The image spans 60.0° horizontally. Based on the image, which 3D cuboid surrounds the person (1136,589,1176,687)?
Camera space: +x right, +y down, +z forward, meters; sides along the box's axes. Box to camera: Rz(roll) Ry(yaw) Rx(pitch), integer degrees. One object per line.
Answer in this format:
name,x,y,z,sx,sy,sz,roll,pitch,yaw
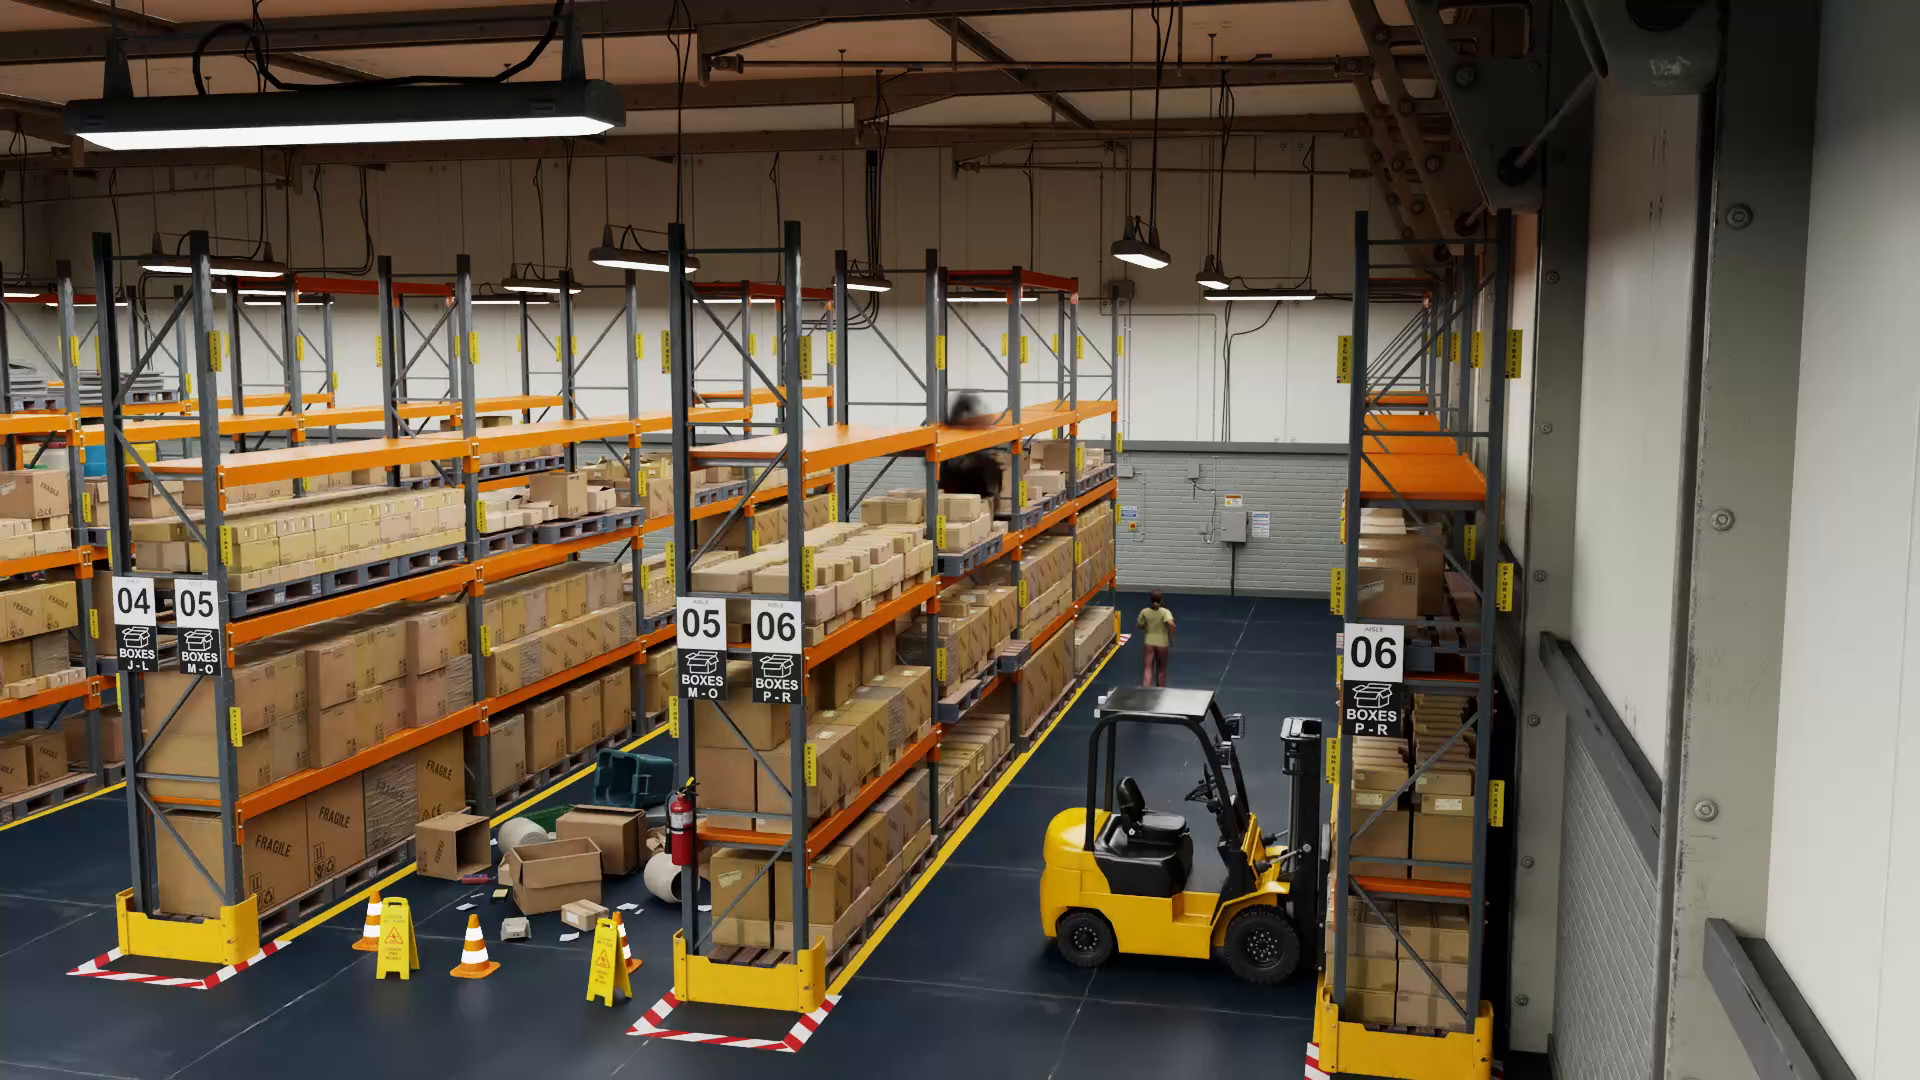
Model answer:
person,2.727,1.494,23.169,0.575,1.652,0.970,1,7,12
